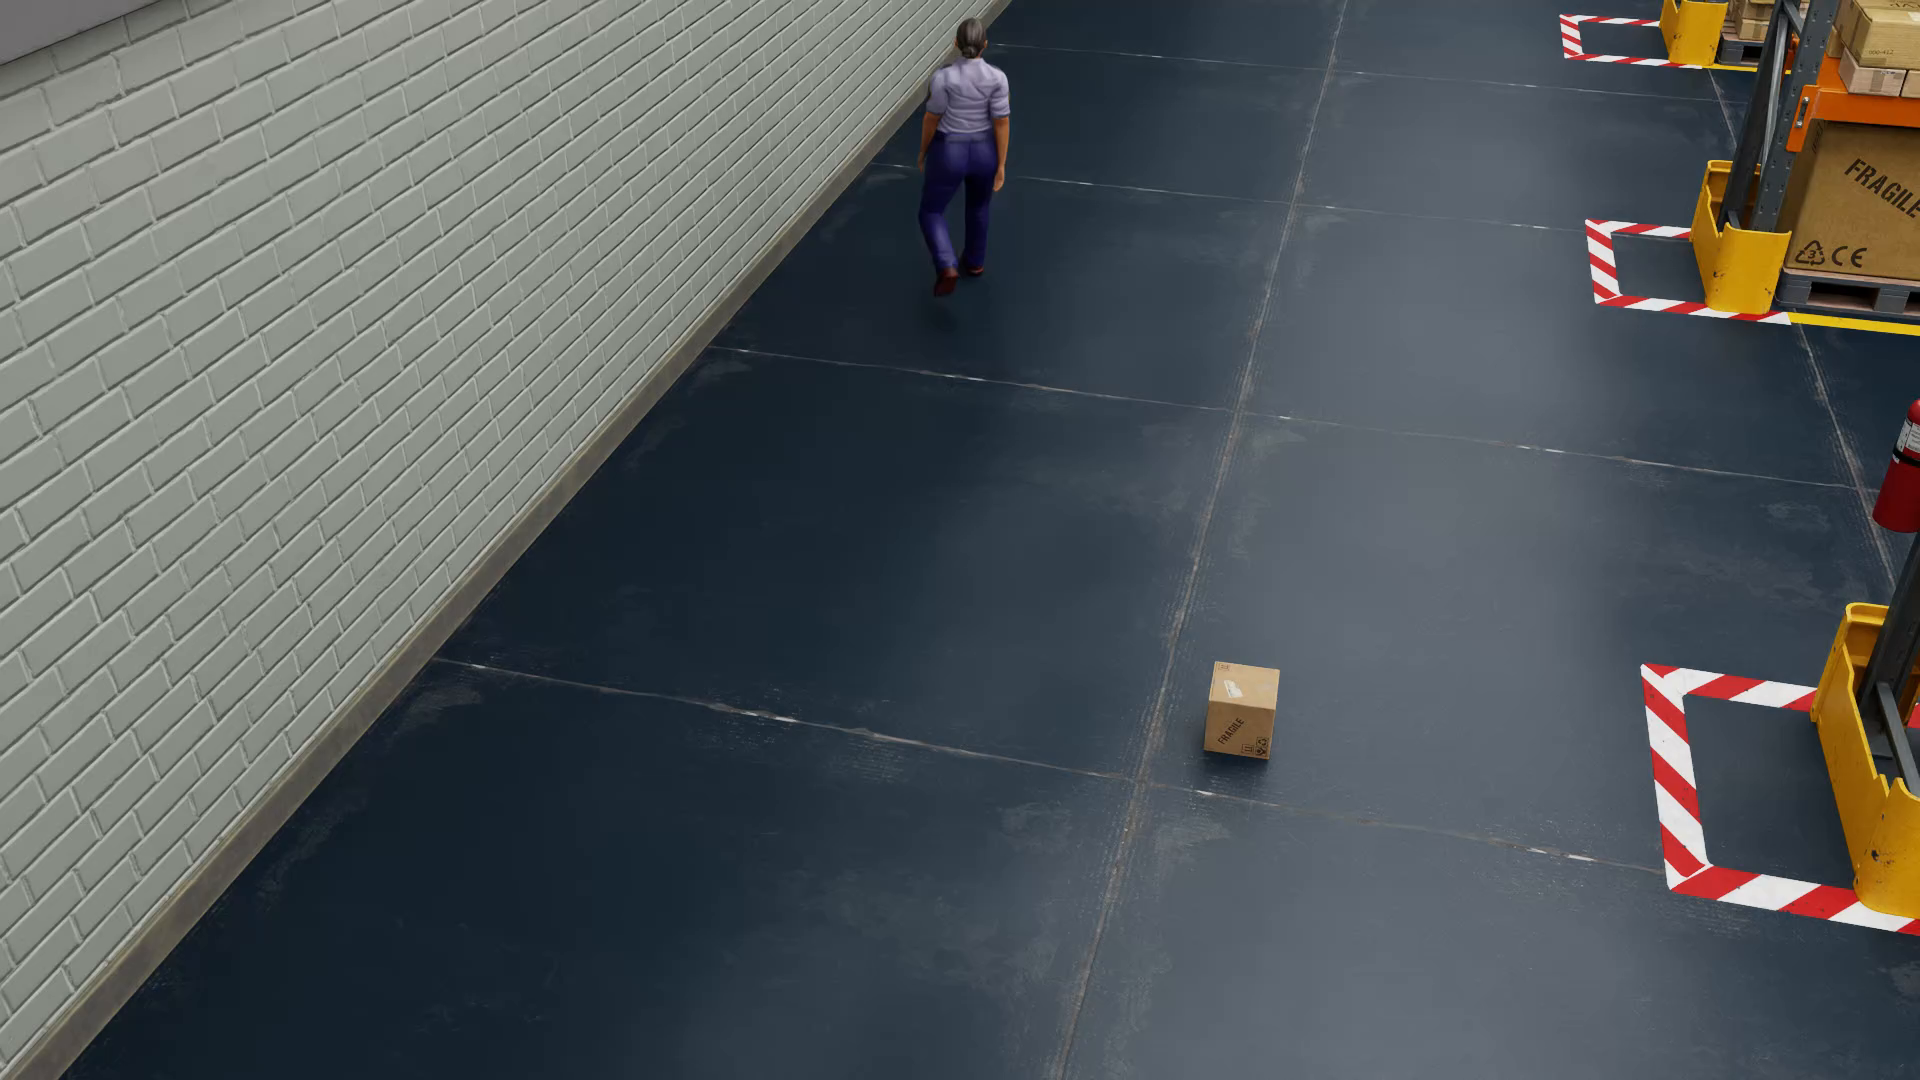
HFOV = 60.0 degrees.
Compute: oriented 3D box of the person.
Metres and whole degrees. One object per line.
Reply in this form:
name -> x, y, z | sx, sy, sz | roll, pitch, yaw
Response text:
person -> 0.006, -2.200, 9.531 | 0.498, 1.614, 0.837 | -9, 34, -13
